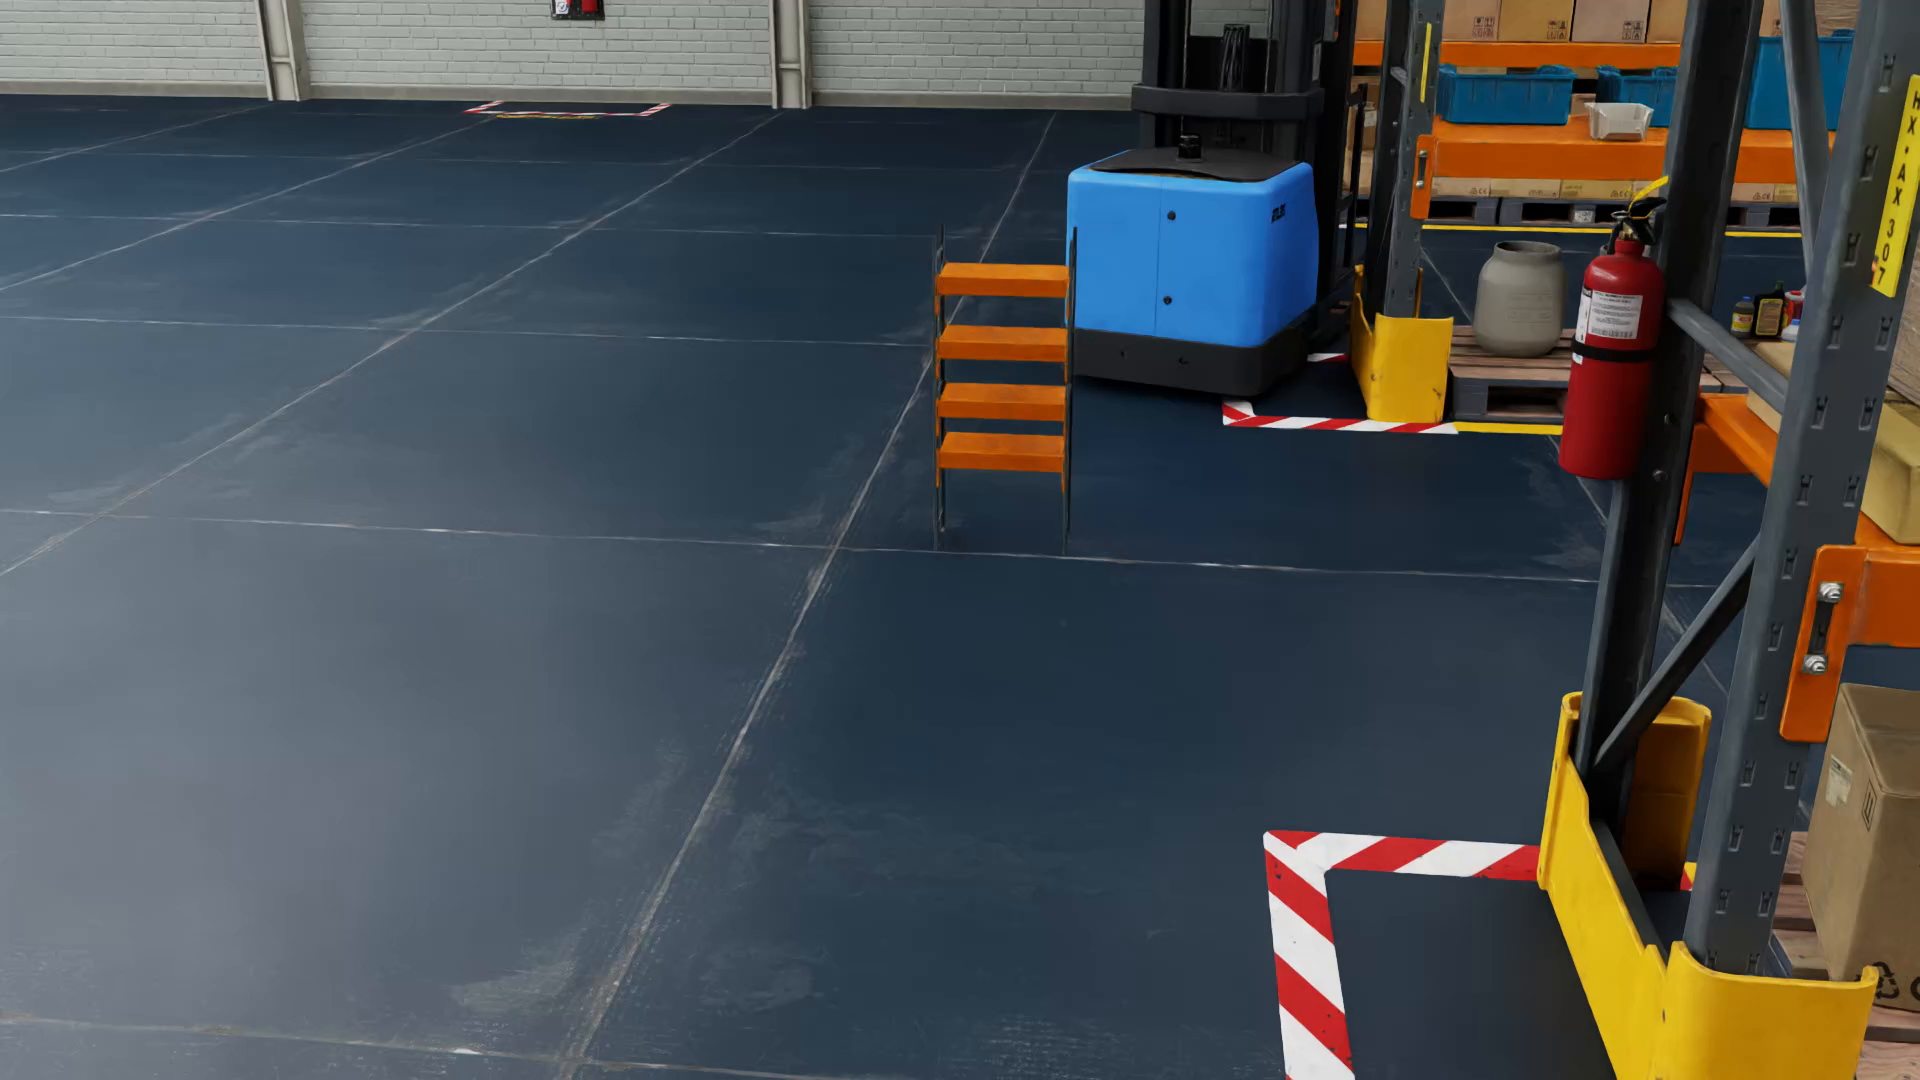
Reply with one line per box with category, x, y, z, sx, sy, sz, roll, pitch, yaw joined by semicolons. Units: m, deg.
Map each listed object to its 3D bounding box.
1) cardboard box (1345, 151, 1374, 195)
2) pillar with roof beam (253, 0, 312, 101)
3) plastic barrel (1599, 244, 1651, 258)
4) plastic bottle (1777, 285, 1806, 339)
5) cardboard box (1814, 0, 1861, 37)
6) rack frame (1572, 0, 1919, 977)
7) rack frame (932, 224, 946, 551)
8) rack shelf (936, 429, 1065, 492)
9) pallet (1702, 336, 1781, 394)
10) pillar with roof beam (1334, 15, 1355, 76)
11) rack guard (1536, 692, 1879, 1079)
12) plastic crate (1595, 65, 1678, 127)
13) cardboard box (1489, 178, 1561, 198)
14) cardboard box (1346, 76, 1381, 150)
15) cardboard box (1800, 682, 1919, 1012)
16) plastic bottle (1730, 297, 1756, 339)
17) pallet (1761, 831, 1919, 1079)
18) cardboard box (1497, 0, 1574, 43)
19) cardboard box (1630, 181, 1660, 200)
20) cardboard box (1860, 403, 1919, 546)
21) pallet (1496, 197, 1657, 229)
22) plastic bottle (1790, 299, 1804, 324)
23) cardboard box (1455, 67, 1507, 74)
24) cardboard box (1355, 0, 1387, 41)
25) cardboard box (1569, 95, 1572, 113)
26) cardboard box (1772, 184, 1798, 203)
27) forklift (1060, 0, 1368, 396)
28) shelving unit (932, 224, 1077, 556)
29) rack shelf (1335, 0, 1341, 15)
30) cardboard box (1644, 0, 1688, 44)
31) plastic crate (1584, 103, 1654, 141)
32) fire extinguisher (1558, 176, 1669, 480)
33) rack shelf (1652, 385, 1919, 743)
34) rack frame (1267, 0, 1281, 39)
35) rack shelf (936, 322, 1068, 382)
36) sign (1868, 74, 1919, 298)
cardboard box;3.187;-2.767;12.528;0.500;0.250;0.500;2;22;6
pillar with roof beam;-8.366;-7.787;13.896;0.400;9.000;9.100;2;22;6
plastic barrel;3.254;-1.163;8.114;0.421;0.512;0.421;0;22;0
plastic bottle;4.217;-1.144;8.361;0.135;0.276;0.152;3;22;7
cardboard box;6.212;-3.845;11.951;0.500;0.500;0.700;2;22;5
rack frame;1.511;-0.338;3.216;0.127;3.000;1.000;2;22;6
rack frame;-0.078;-0.561;6.228;0.015;1.200;0.240;2;22;6
rack shelf;0.164;-0.304;6.299;0.480;0.148;0.258;2;22;6
pallet;4.189;-0.773;8.108;1.213;0.211;1.003;2;22;6
pillar with roof beam;3.550;-7.268;12.583;0.400;9.000;9.100;2;22;6
rack guard;1.587;0.827;3.667;0.348;0.500;1.175;2;22;6
plastic crate;3.271;-2.135;7.963;0.408;0.251;0.499;2;22;6
cardboard box;4.181;-2.725;12.422;0.500;0.250;0.500;2;22;6
cardboard box;3.248;-3.306;12.871;0.500;0.500;0.500;2;22;6
cardboard box;2.129;0.662;3.515;0.500;0.500;0.500;7;23;16
plastic bottle;3.969;-1.131;8.428;0.097;0.201;0.097;0;22;0
pallet;2.389;1.010;3.599;1.213;0.211;1.003;2;22;6
cardboard box;4.157;-3.932;12.170;0.500;0.500;0.700;3;22;7
cardboard box;5.173;-2.680;12.309;0.500;0.250;0.500;2;22;6
cardboard box;1.766;-0.122;3.011;0.250;0.149;0.380;2;22;6
pallet;4.653;-2.587;12.696;1.213;0.211;1.003;2;22;6
plastic bottle;4.205;-1.109;8.261;0.133;0.283;0.061;2;22;6
cardboard box;5.225;-4.669;16.970;0.500;0.500;0.700;1;22;3
cardboard box;3.143;-3.977;12.283;0.500;0.500;0.700;3;22;6
cardboard box;4.182;-3.078;12.295;0.500;0.500;0.500;2;22;6
cardboard box;6.167;-2.639;12.204;0.500;0.250;0.500;2;22;6
forklift;1.618;-2.558;8.923;1.130;2.935;3.031;10;24;24
shelving unit;0.164;-0.551;6.201;0.503;1.200;0.258;2;22;6
rack shelf;5.246;-5.343;16.853;4.000;0.370;1.077;2;22;6
cardboard box;5.189;-3.889;12.061;0.500;0.500;0.700;3;22;7
plastic crate;2.945;-1.868;7.443;0.250;0.136;0.298;2;22;6
fire extinguisher;1.452;-0.476;3.668;0.183;0.674;0.296;2;22;6
rack shelf;3.497;0.083;3.129;4.000;0.370;1.077;2;22;6
rack frame;3.260;-5.764;16.939;0.127;3.000;1.000;2;22;6
rack shelf;0.164;-0.696;6.144;0.480;0.148;0.258;2;22;6
sign;1.447;-0.543;2.556;0.005;0.325;0.100;2;22;6
